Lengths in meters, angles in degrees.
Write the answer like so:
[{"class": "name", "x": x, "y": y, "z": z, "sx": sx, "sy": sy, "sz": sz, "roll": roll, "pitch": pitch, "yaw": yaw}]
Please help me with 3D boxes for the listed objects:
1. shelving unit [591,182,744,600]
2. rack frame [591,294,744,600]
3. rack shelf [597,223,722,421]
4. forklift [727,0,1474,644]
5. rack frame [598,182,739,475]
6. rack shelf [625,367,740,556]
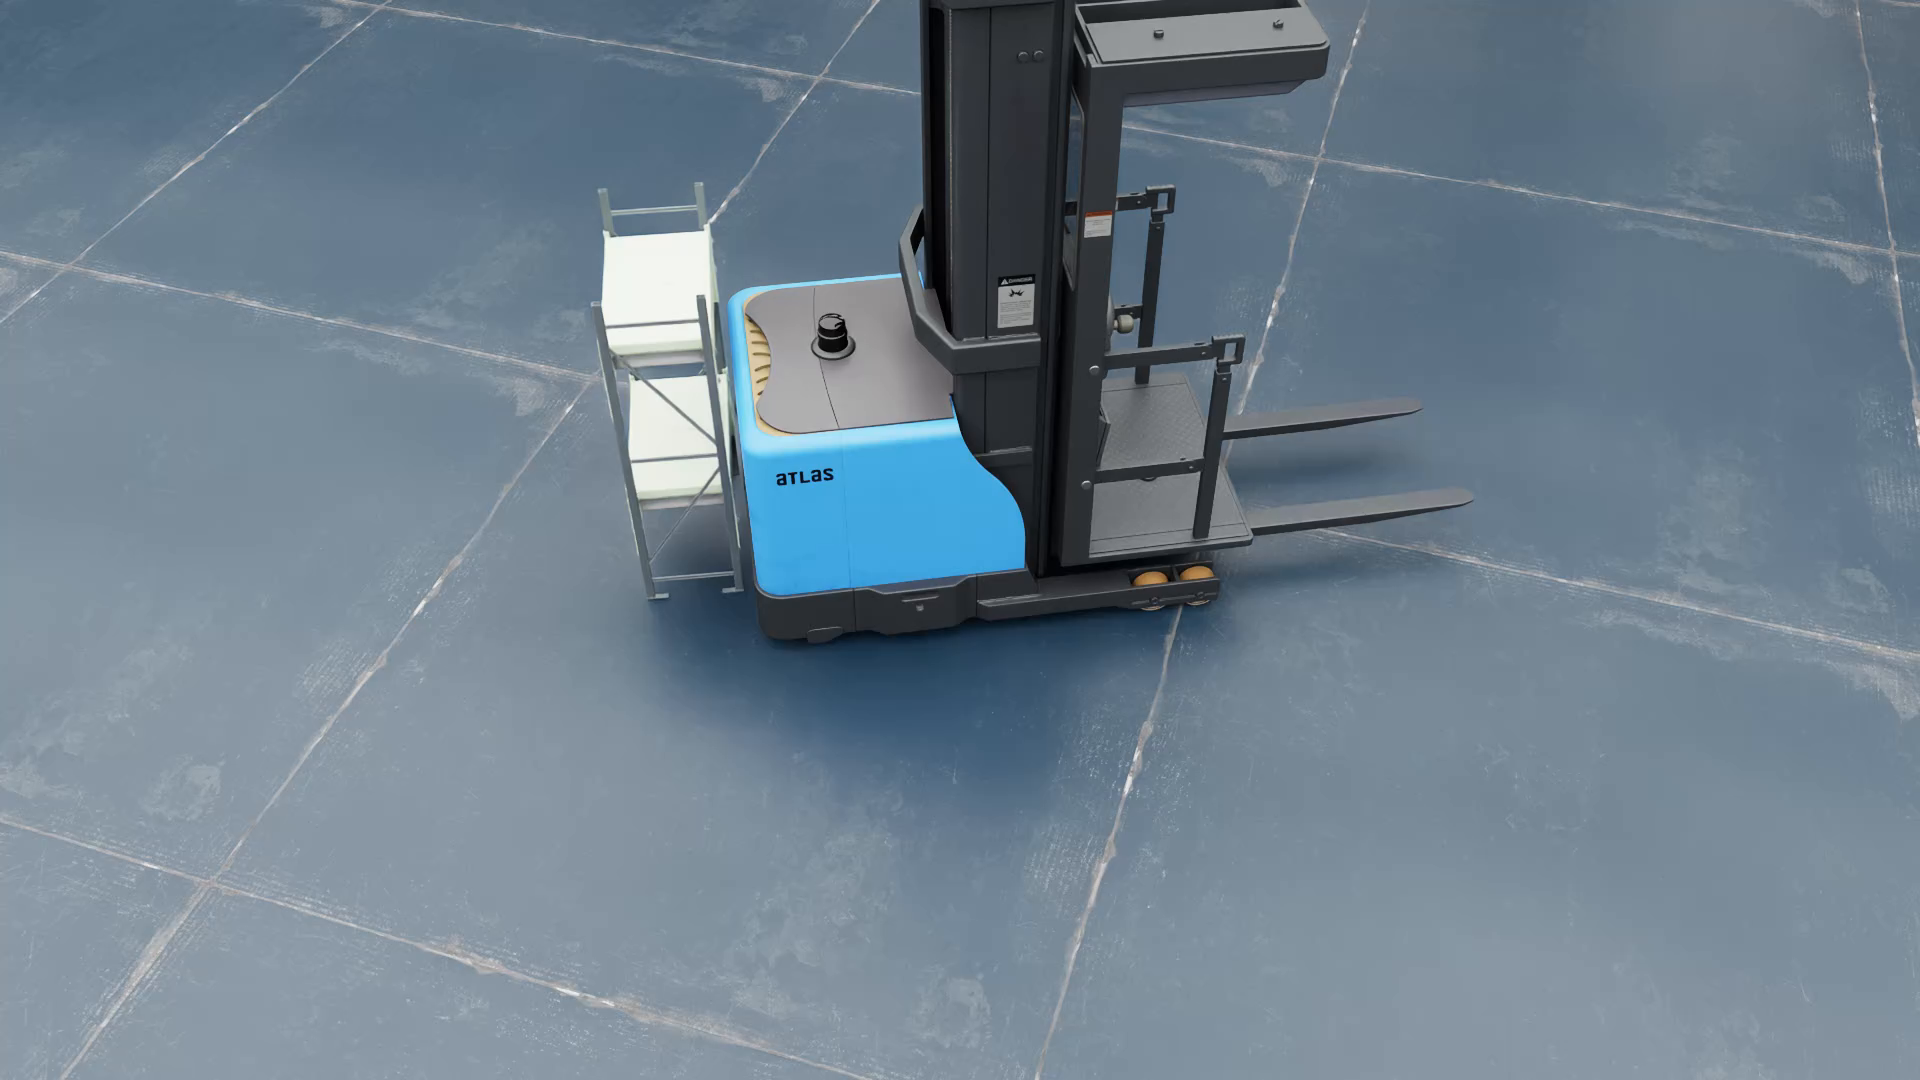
[{"class": "shelving unit", "x": -1.144, "y": -0.565, "z": 6.654, "sx": 0.431, "sy": 1.500, "sz": 0.755, "roll": -5, "pitch": 45, "yaw": -5}, {"class": "rack frame", "x": -1.100, "y": -0.311, "z": 6.395, "sx": 0.400, "sy": 1.500, "sz": 0.023, "roll": -5, "pitch": 45, "yaw": -5}, {"class": "rack shelf", "x": -1.144, "y": -0.844, "z": 6.381, "sx": 0.431, "sy": 0.370, "sz": 0.720, "roll": -5, "pitch": 45, "yaw": -5}, {"class": "forklift", "x": 0.620, "y": -1.118, "z": 6.196, "sx": 3.031, "sy": 2.935, "sz": 1.130, "roll": -6, "pitch": 45, "yaw": -7}, {"class": "rack frame", "x": -1.188, "y": -0.819, "z": 6.914, "sx": 0.400, "sy": 1.500, "sz": 0.023, "roll": -5, "pitch": 45, "yaw": -5}, {"class": "rack shelf", "x": -1.144, "y": -0.332, "z": 6.882, "sx": 0.431, "sy": 0.370, "sz": 0.720, "roll": -5, "pitch": 45, "yaw": -5}]
